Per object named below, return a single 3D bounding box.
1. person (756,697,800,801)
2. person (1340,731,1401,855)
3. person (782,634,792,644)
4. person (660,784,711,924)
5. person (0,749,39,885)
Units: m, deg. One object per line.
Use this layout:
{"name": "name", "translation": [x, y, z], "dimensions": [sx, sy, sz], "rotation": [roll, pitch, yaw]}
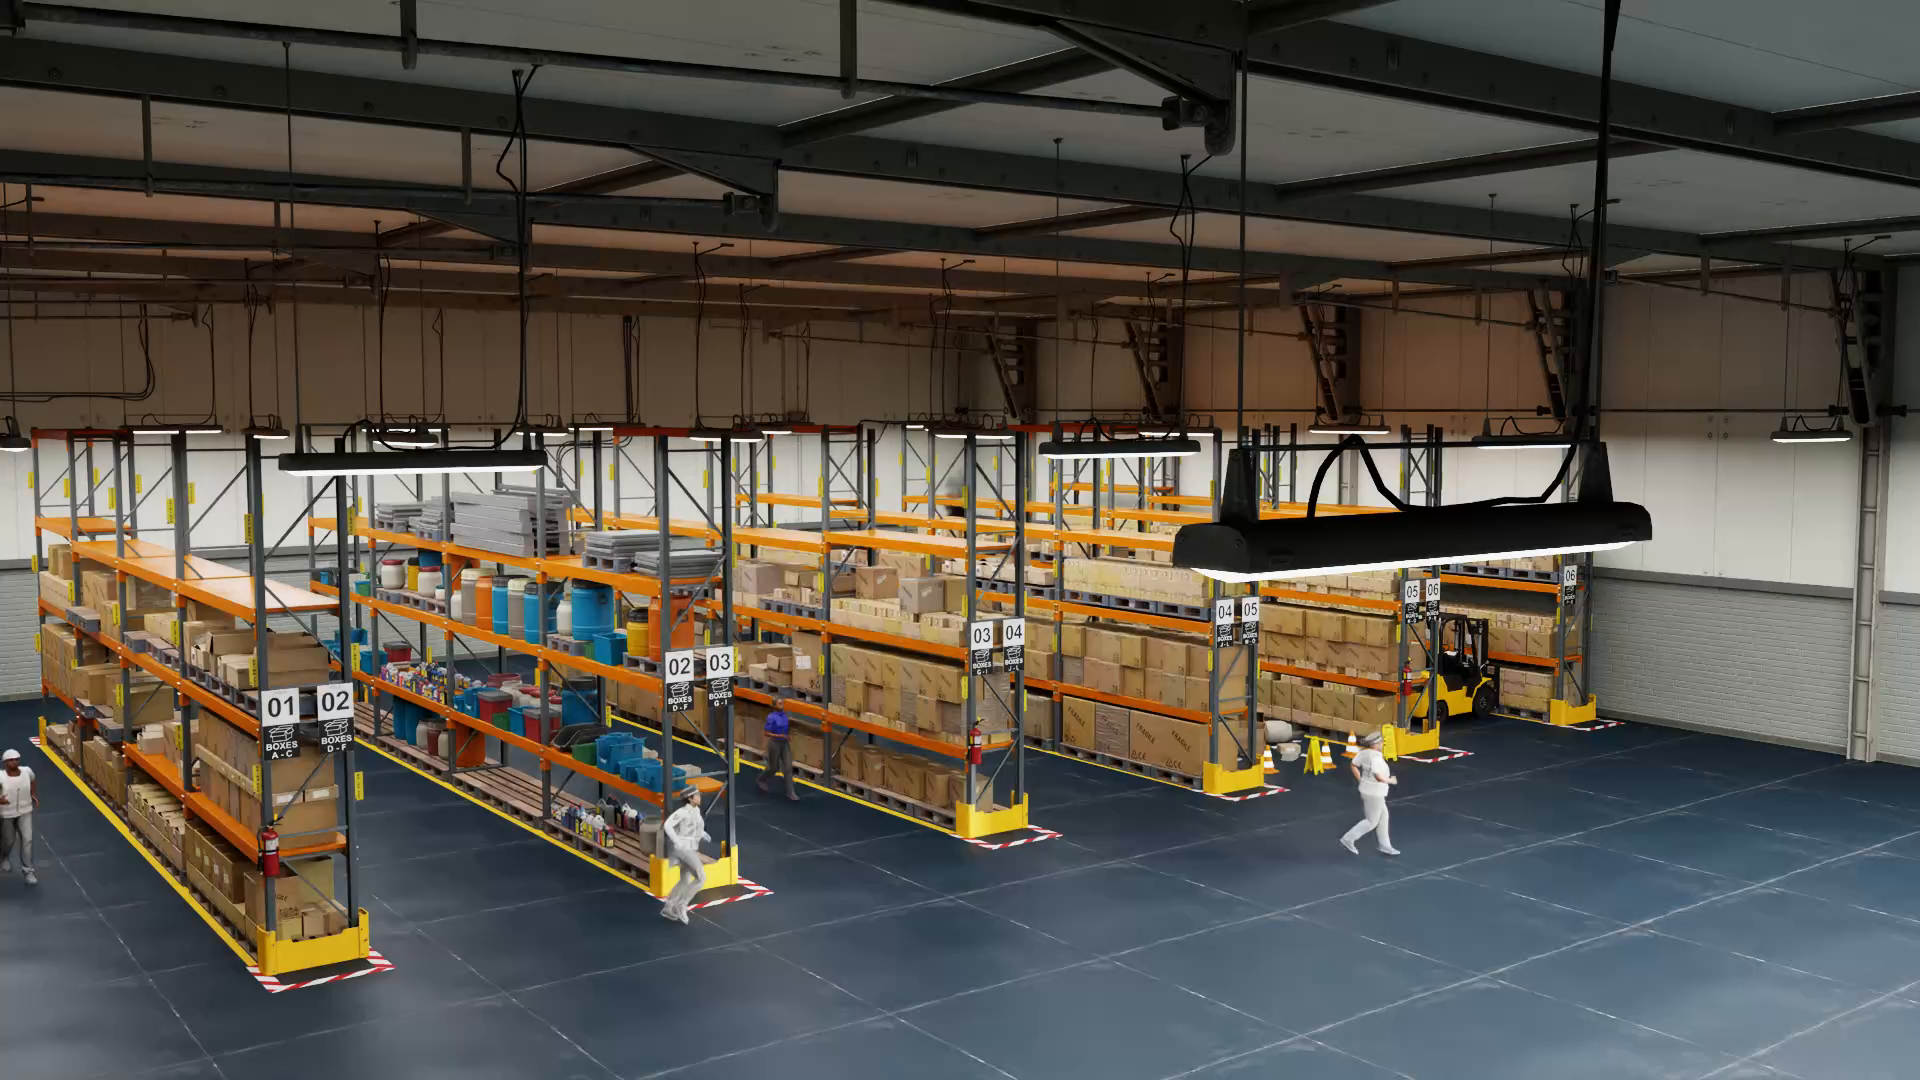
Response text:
{"name": "person", "translation": [-2.961, 3.372, 27.048], "dimensions": [0.920, 1.658, 0.581], "rotation": [4, 6, 42]}
{"name": "person", "translation": [5.825, 3.599, 23.531], "dimensions": [0.915, 1.797, 0.658], "rotation": [0, 4, -2]}
{"name": "person", "translation": [-4.360, 2.050, 42.762], "dimensions": [0.953, 1.790, 0.670], "rotation": [-3, 5, -32]}
{"name": "person", "translation": [-3.394, 3.880, 20.697], "dimensions": [0.610, 1.668, 0.633], "rotation": [0, 4, 5]}
{"name": "person", "translation": [-12.676, 3.674, 22.268], "dimensions": [0.699, 1.766, 0.988], "rotation": [-4, 6, -44]}
